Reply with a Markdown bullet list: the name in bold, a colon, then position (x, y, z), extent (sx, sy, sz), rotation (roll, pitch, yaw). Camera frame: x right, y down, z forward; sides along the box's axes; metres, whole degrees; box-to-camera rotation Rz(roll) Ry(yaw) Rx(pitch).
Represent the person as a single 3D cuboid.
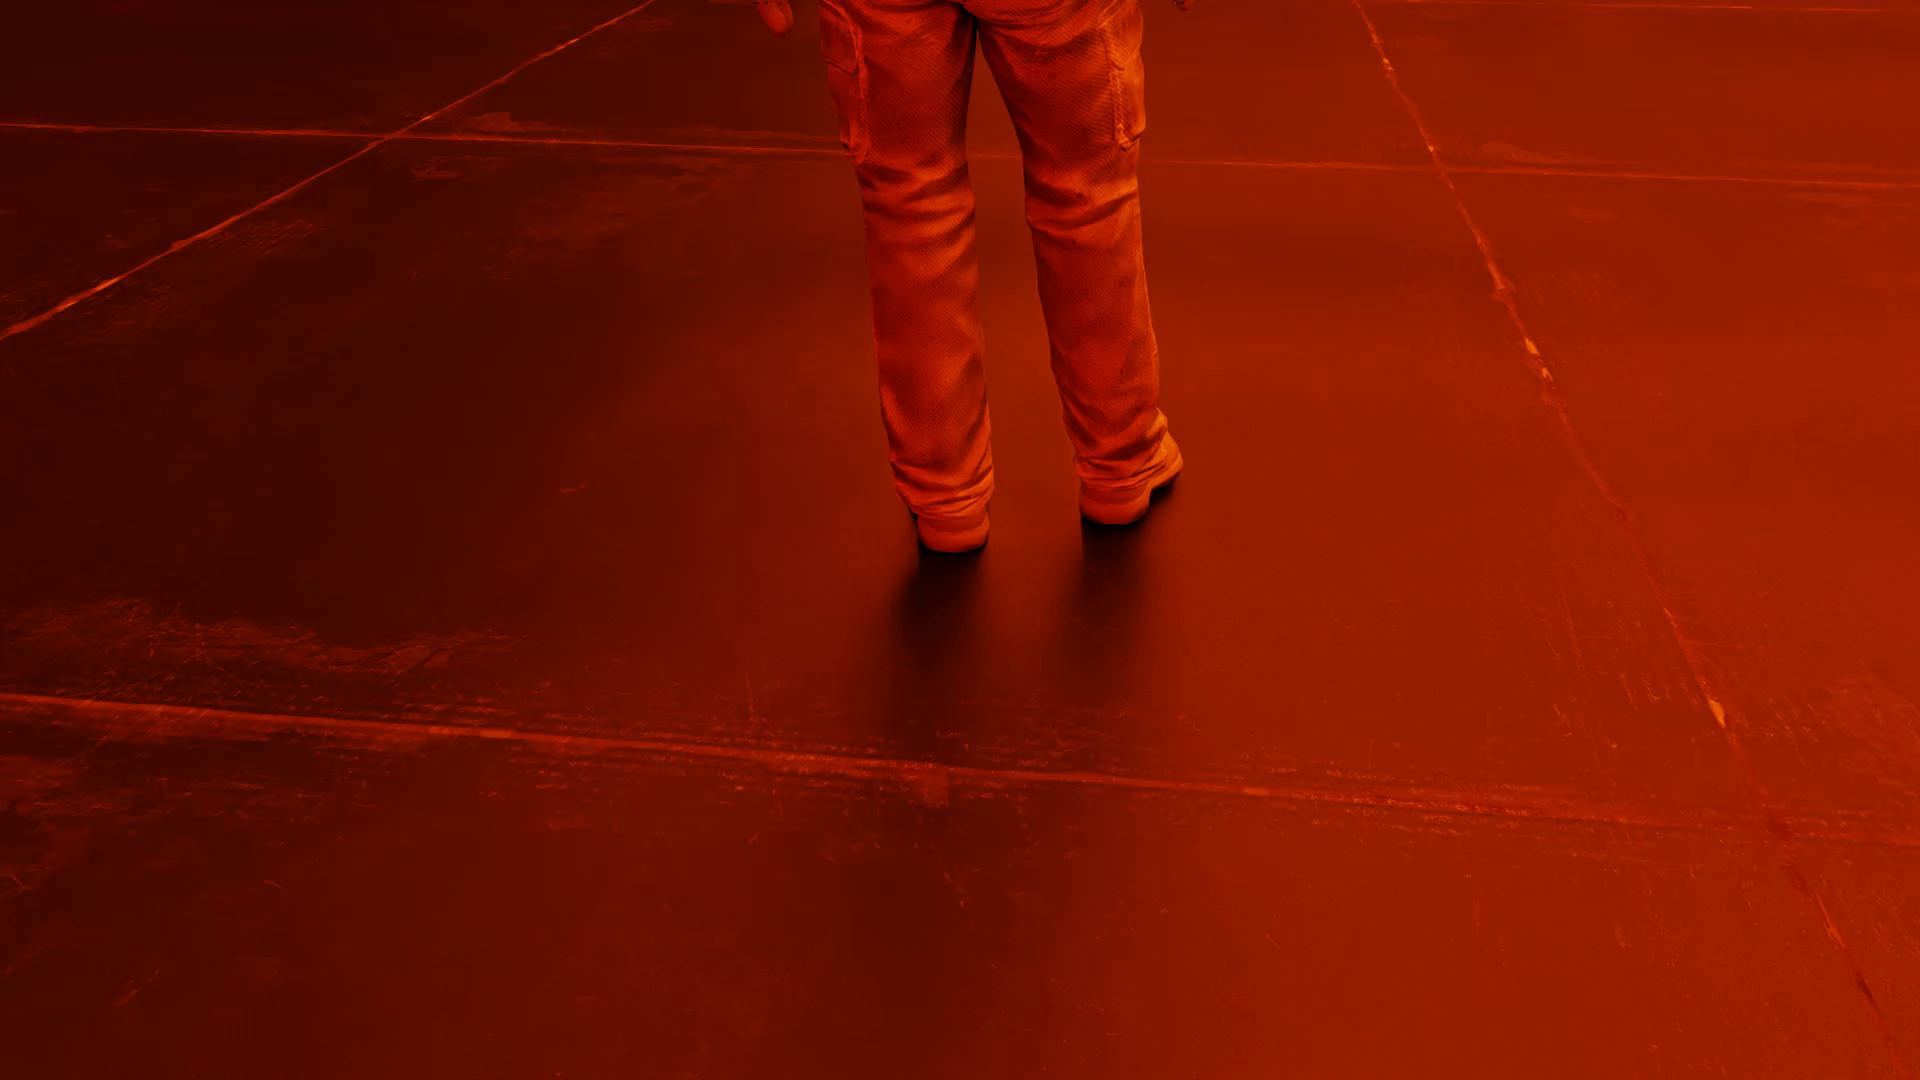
- **person**: position (0.017, -0.834, 2.164), extent (0.656, 1.779, 0.574), rotation (3, 27, 7)
